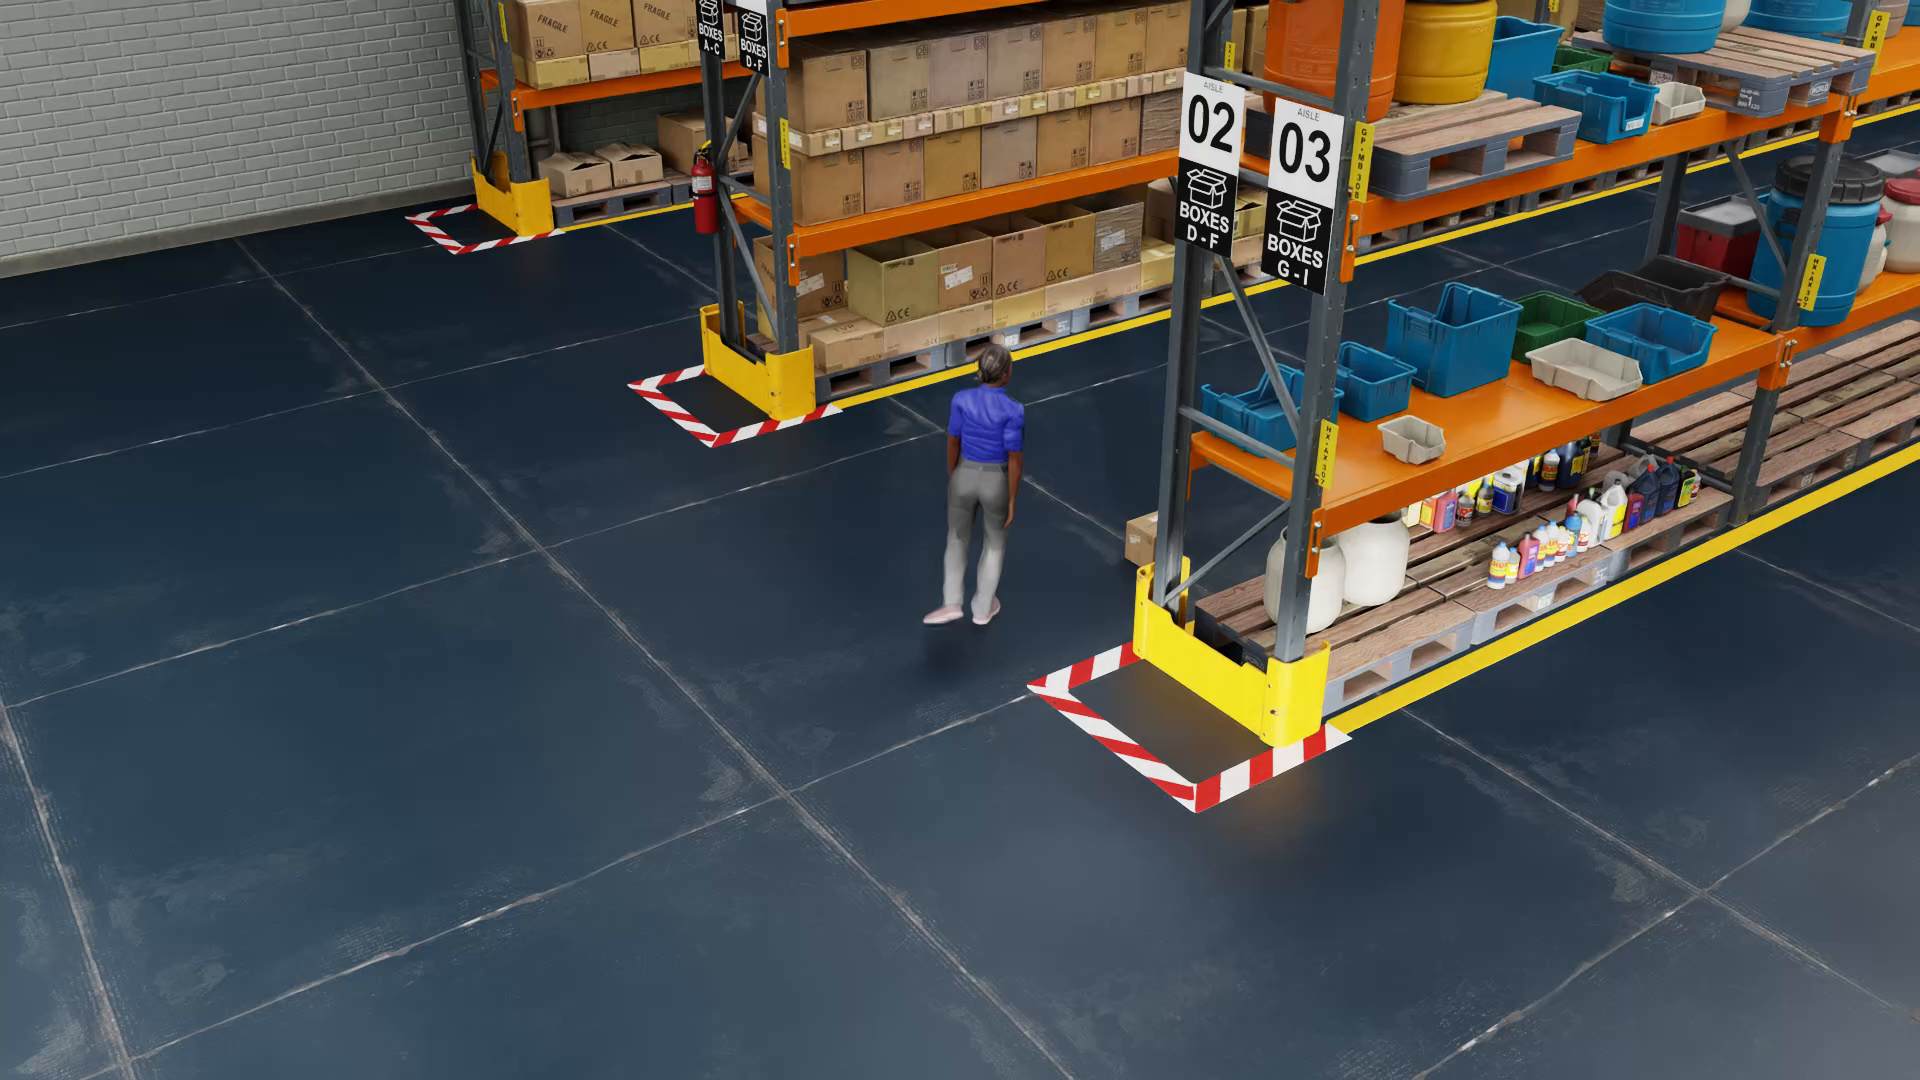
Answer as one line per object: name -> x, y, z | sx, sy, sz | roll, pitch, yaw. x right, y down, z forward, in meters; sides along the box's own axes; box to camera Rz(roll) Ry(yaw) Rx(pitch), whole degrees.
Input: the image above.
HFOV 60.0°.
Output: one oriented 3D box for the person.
person -> 0.089, -0.235, 9.029 | 0.493, 1.652, 0.588 | 8, 30, 15
